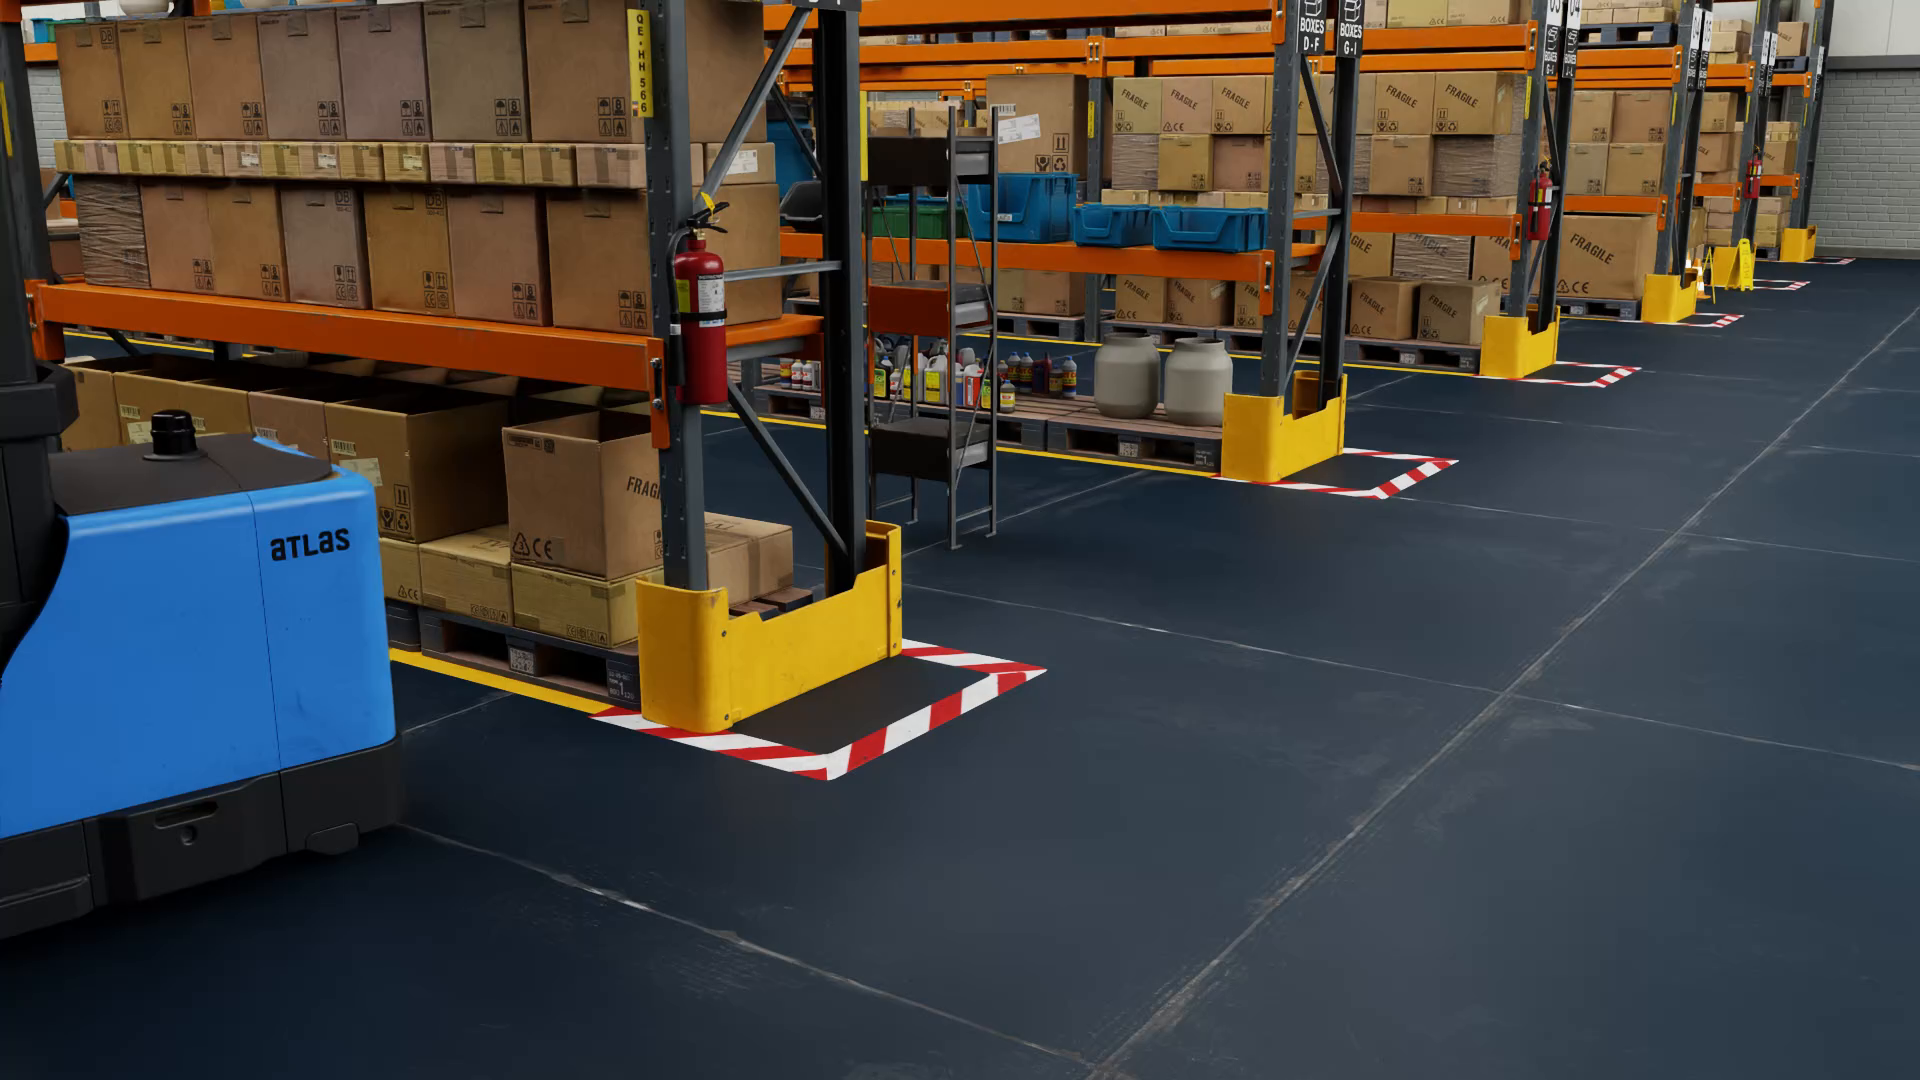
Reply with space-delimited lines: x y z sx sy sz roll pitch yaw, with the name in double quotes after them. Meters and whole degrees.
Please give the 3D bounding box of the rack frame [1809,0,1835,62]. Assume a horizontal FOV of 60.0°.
13.138 -8.786 25.088 0.127 3.000 1.000 9 17 33 "rack frame"

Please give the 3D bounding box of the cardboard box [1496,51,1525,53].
7.697 -6.767 22.866 0.500 0.250 0.500 9 17 32 "cardboard box"

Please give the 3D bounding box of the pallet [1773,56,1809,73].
12.566 -7.387 25.863 1.213 0.211 1.003 9 17 33 "pallet"

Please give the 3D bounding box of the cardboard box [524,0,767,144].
-1.116 -1.683 5.973 0.500 0.500 0.700 9 17 33 "cardboard box"

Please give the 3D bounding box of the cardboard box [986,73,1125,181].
0.940 -4.073 16.414 1.000 1.000 1.000 9 17 33 "cardboard box"

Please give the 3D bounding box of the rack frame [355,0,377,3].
-4.562 -5.905 13.450 0.127 3.000 1.000 9 17 33 "rack frame"

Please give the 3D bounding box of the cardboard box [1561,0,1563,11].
6.299 -5.808 17.910 0.500 0.250 0.500 9 17 32 "cardboard box"

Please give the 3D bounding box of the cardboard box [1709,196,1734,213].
12.155 -5.295 26.238 0.500 0.250 0.500 10 17 34 "cardboard box"

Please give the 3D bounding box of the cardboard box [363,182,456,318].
-1.919 -1.184 6.655 0.500 0.500 0.700 9 17 33 "cardboard box"

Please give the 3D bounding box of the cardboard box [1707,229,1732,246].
12.164 -4.811 26.365 0.500 0.250 0.500 9 17 33 "cardboard box"

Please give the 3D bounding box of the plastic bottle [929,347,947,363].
-0.157 -1.230 11.785 0.133 0.283 0.061 9 17 33 "plastic bottle"

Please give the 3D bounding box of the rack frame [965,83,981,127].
0.414 -6.493 28.309 0.127 3.000 1.000 9 17 33 "rack frame"

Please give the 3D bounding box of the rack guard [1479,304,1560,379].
4.777 -1.704 14.168 0.348 0.500 1.175 9 17 33 "rack guard"

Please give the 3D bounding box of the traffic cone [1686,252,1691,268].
9.294 -3.453 21.307 0.334 0.463 0.336 9 17 33 "traffic cone"

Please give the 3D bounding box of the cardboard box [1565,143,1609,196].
6.890 -4.066 18.193 0.550 0.550 0.875 9 17 33 "cardboard box"

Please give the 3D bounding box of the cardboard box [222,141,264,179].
-2.824 -1.586 6.930 0.250 0.149 0.380 9 16 31 "cardboard box"

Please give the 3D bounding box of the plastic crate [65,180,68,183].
-9.046 -3.742 17.320 0.530 0.282 0.437 9 17 33 "plastic crate"

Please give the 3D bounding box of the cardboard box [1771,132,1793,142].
12.694 -6.228 25.681 0.250 0.149 0.380 9 17 34 "cardboard box"

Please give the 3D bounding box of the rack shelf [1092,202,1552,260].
3.181 -2.827 14.996 4.000 0.370 1.077 9 17 33 "rack shelf"

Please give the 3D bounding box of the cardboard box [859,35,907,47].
-0.692 -5.114 16.809 0.500 0.250 0.500 10 17 34 "cardboard box"

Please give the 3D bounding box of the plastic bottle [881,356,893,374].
-0.506 -1.117 11.355 0.097 0.271 0.097 0 14 0 "plastic bottle"

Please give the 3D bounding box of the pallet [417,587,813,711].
-1.350 0.326 6.565 1.213 0.211 1.003 9 17 33 "pallet"

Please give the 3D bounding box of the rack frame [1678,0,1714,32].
7.692 -6.795 17.046 0.127 3.000 1.000 9 17 33 "rack frame"

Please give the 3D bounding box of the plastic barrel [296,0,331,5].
-5.534 -4.700 14.239 0.301 0.262 0.301 0 14 0 "plastic barrel"

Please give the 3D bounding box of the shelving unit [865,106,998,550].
-0.137 -1.041 8.161 0.503 2.100 0.431 9 17 33 "shelving unit"

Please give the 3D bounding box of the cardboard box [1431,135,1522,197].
4.399 -3.180 14.099 0.500 0.500 0.875 9 17 33 "cardboard box"

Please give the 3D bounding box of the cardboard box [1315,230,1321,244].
5.439 -4.607 25.285 0.625 0.372 0.950 10 17 35 "cardboard box"

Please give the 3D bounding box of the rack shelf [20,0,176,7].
-5.670 -2.844 8.826 4.000 0.370 1.077 9 17 33 "rack shelf"

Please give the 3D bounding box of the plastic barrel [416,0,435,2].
-4.002 -4.539 13.130 0.600 0.901 0.600 0 14 0 "plastic barrel"

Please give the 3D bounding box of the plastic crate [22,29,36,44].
-9.149 -4.952 16.392 0.466 0.136 0.293 9 17 33 "plastic crate"

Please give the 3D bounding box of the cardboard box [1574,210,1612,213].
8.711 -4.310 22.781 0.500 0.500 0.500 9 16 32 "cardboard box"

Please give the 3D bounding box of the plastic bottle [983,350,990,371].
0.210 -1.201 11.695 0.097 0.271 0.097 0 14 0 "plastic bottle"

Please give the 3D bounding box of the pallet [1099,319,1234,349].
2.098 -2.007 15.993 1.213 0.211 1.003 9 17 33 "pallet"

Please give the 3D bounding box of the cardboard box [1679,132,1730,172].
9.767 -5.094 21.833 0.500 0.500 0.500 9 16 32 "cardboard box"

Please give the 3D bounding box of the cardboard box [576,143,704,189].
-1.115 -1.309 5.813 0.250 0.149 0.380 9 16 32 "cardboard box"

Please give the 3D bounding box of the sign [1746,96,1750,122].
10.044 -5.491 21.195 0.005 0.325 0.100 9 17 33 "sign"

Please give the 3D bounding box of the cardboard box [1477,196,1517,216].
4.488 -2.783 13.845 0.250 0.149 0.380 9 17 33 "cardboard box"

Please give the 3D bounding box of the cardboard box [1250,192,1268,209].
2.784 -3.035 14.863 0.250 0.149 0.380 9 17 33 "cardboard box"

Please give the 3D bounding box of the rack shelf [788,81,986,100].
-1.246 -7.868 29.119 4.000 0.370 1.077 9 17 33 "rack shelf"

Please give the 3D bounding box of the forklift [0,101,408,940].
-3.036 -0.406 3.864 3.031 2.935 1.130 -12 18 -40 "forklift"

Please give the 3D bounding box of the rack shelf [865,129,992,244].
-0.137 -1.708 7.996 0.480 0.518 0.431 9 17 33 "rack shelf"

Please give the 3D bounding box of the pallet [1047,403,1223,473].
1.315 -0.677 10.620 1.213 0.211 1.003 9 17 33 "pallet"

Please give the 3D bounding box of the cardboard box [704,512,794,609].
-1.013 0.082 6.599 0.500 0.250 0.500 9 17 33 "cardboard box"

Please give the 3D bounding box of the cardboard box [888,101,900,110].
-1.045 -7.503 28.753 0.250 0.149 0.380 9 16 32 "cardboard box"

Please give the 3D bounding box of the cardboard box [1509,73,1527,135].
4.536 -3.714 14.176 0.500 0.500 0.500 9 17 33 "cardboard box"

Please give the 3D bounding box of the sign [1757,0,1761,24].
10.044 -6.661 20.905 0.005 0.325 0.100 9 17 33 "sign"

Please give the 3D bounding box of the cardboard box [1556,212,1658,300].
7.093 -3.133 18.286 0.875 0.875 0.875 9 17 33 "cardboard box"

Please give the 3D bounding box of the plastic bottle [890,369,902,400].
-0.427 -1.053 11.241 0.097 0.201 0.097 0 14 0 "plastic bottle"

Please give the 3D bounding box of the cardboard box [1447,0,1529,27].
4.298 -4.305 13.540 0.500 0.250 0.500 10 17 34 "cardboard box"

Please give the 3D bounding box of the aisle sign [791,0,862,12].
-0.466 -2.247 5.748 0.004 0.787 0.394 9 17 33 "aisle sign"

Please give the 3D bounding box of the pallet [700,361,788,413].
-1.917 -1.200 12.733 1.213 0.211 1.003 9 17 33 "pallet"

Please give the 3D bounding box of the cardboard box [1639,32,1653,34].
9.130 -6.742 21.939 0.250 0.149 0.380 9 17 33 "cardboard box"

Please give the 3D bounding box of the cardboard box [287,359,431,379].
-2.679 -0.548 7.583 0.500 0.500 0.500 9 17 33 "cardboard box"

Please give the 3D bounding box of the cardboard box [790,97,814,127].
-2.504 -6.280 24.540 0.500 0.500 0.500 10 17 34 "cardboard box"
